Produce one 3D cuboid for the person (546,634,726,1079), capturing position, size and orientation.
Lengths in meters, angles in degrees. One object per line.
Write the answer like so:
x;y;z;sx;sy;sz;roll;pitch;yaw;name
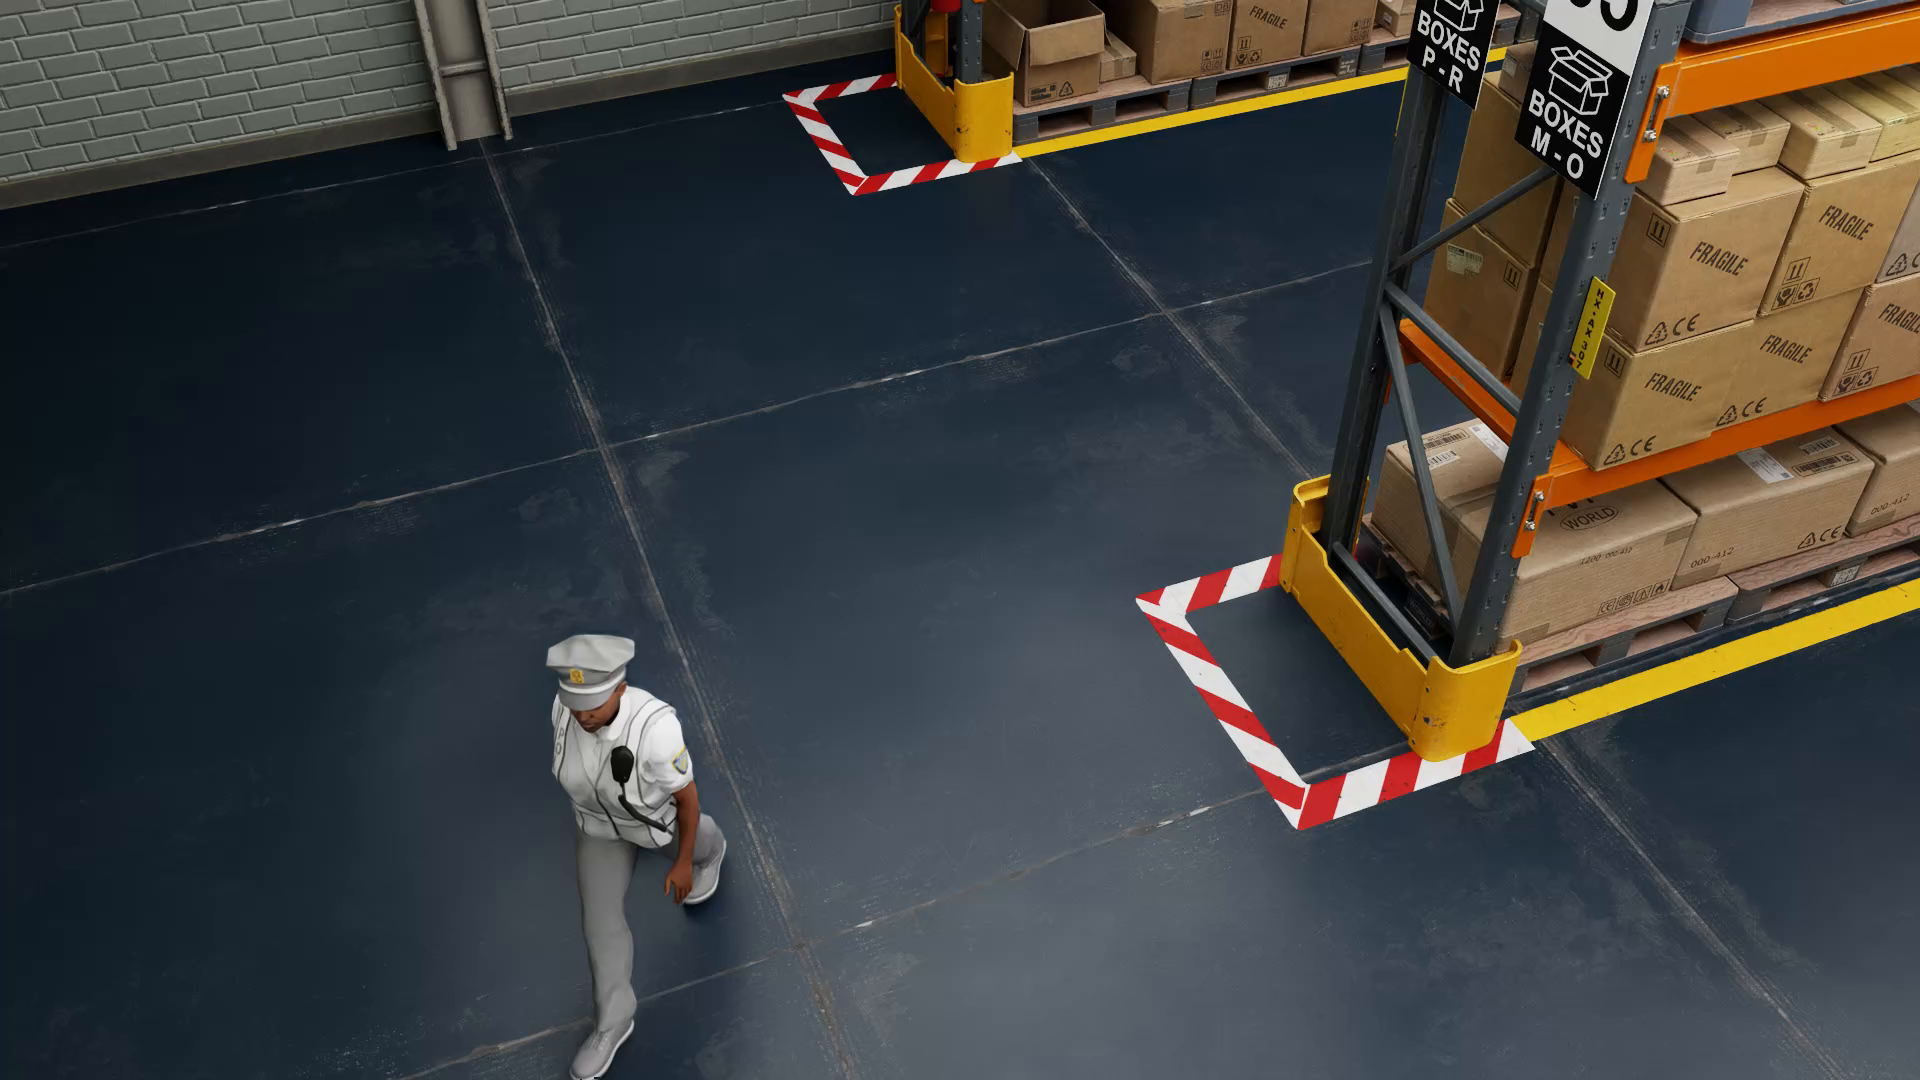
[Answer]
-1.012;0.863;5.191;0.476;1.618;1.032;8;43;8;person
